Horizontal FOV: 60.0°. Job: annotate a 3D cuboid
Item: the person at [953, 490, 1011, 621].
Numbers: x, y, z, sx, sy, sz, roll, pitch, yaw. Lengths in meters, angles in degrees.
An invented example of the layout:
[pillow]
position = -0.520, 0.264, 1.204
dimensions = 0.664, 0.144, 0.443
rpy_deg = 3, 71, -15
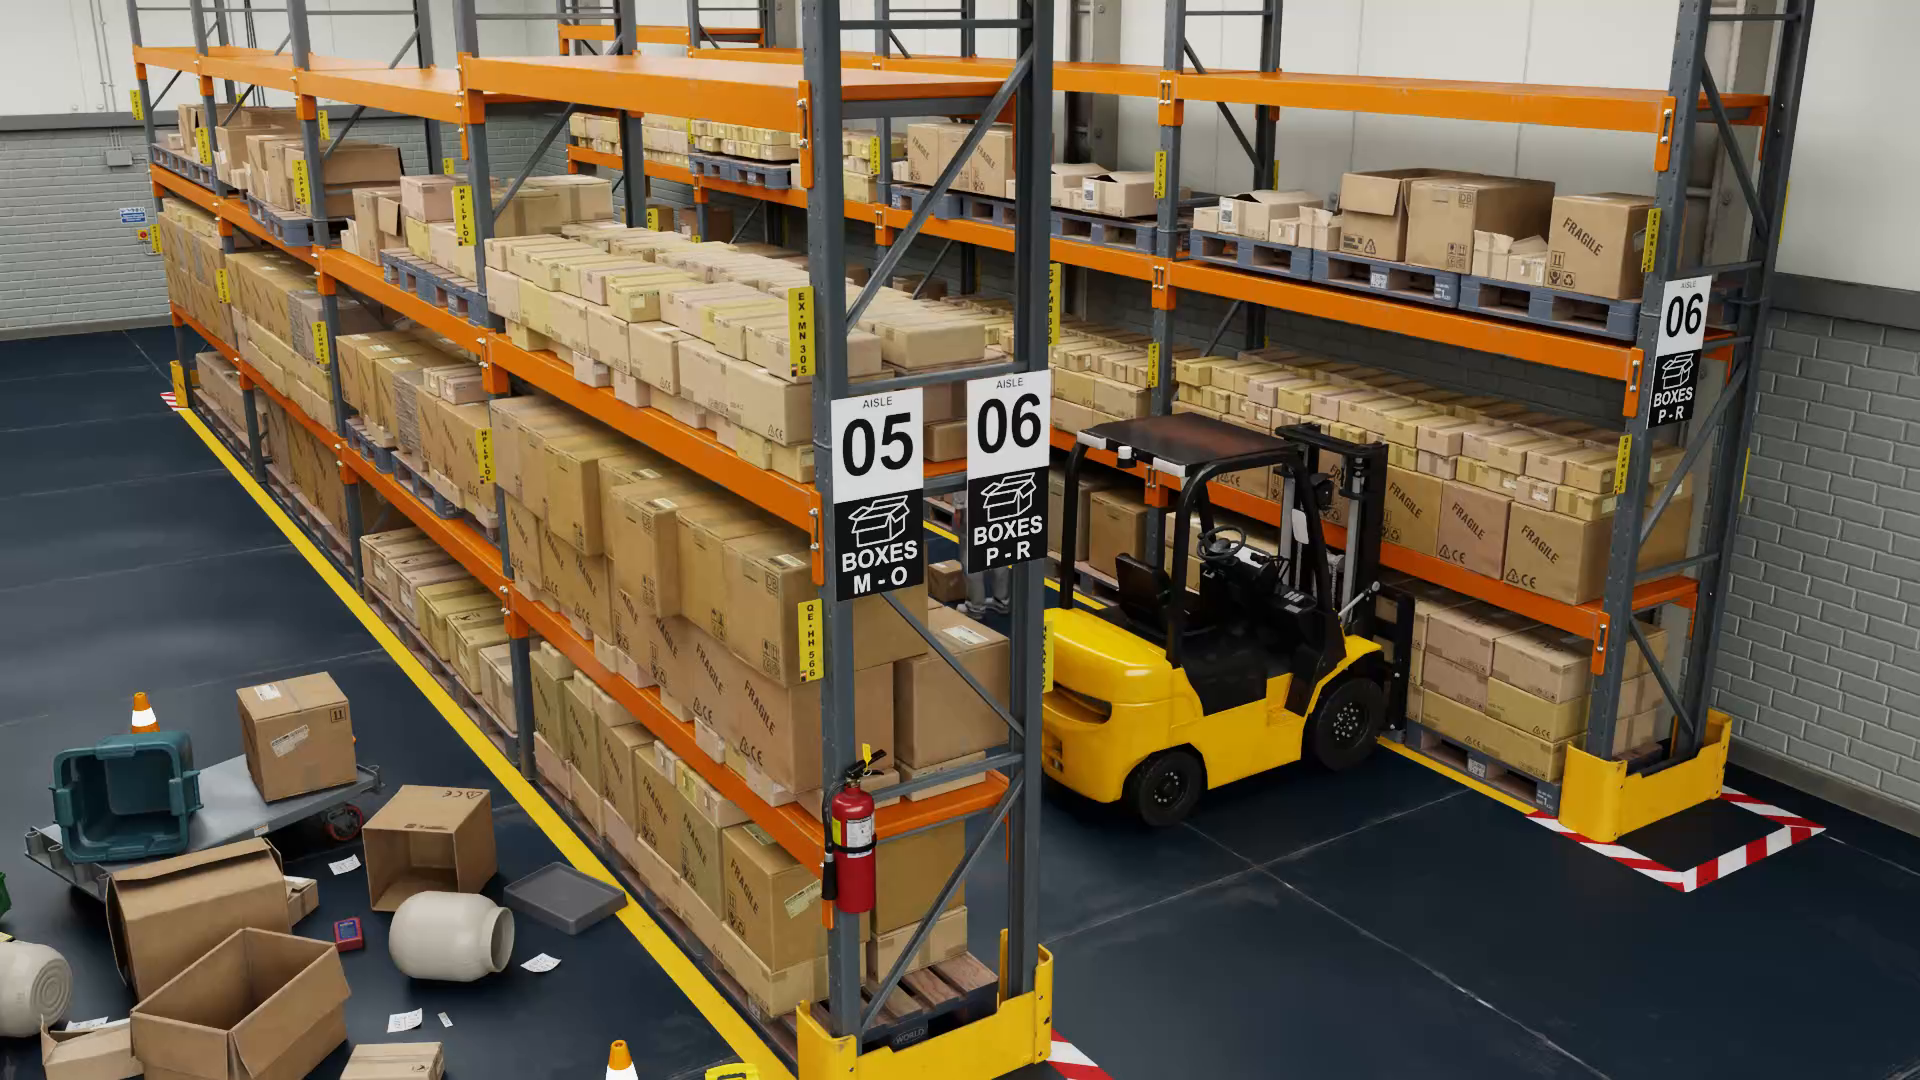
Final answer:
[person]
position = 0.168, -0.262, 12.831
dimensions = 0.531, 1.767, 0.359
rpy_deg = -11, 21, -30
